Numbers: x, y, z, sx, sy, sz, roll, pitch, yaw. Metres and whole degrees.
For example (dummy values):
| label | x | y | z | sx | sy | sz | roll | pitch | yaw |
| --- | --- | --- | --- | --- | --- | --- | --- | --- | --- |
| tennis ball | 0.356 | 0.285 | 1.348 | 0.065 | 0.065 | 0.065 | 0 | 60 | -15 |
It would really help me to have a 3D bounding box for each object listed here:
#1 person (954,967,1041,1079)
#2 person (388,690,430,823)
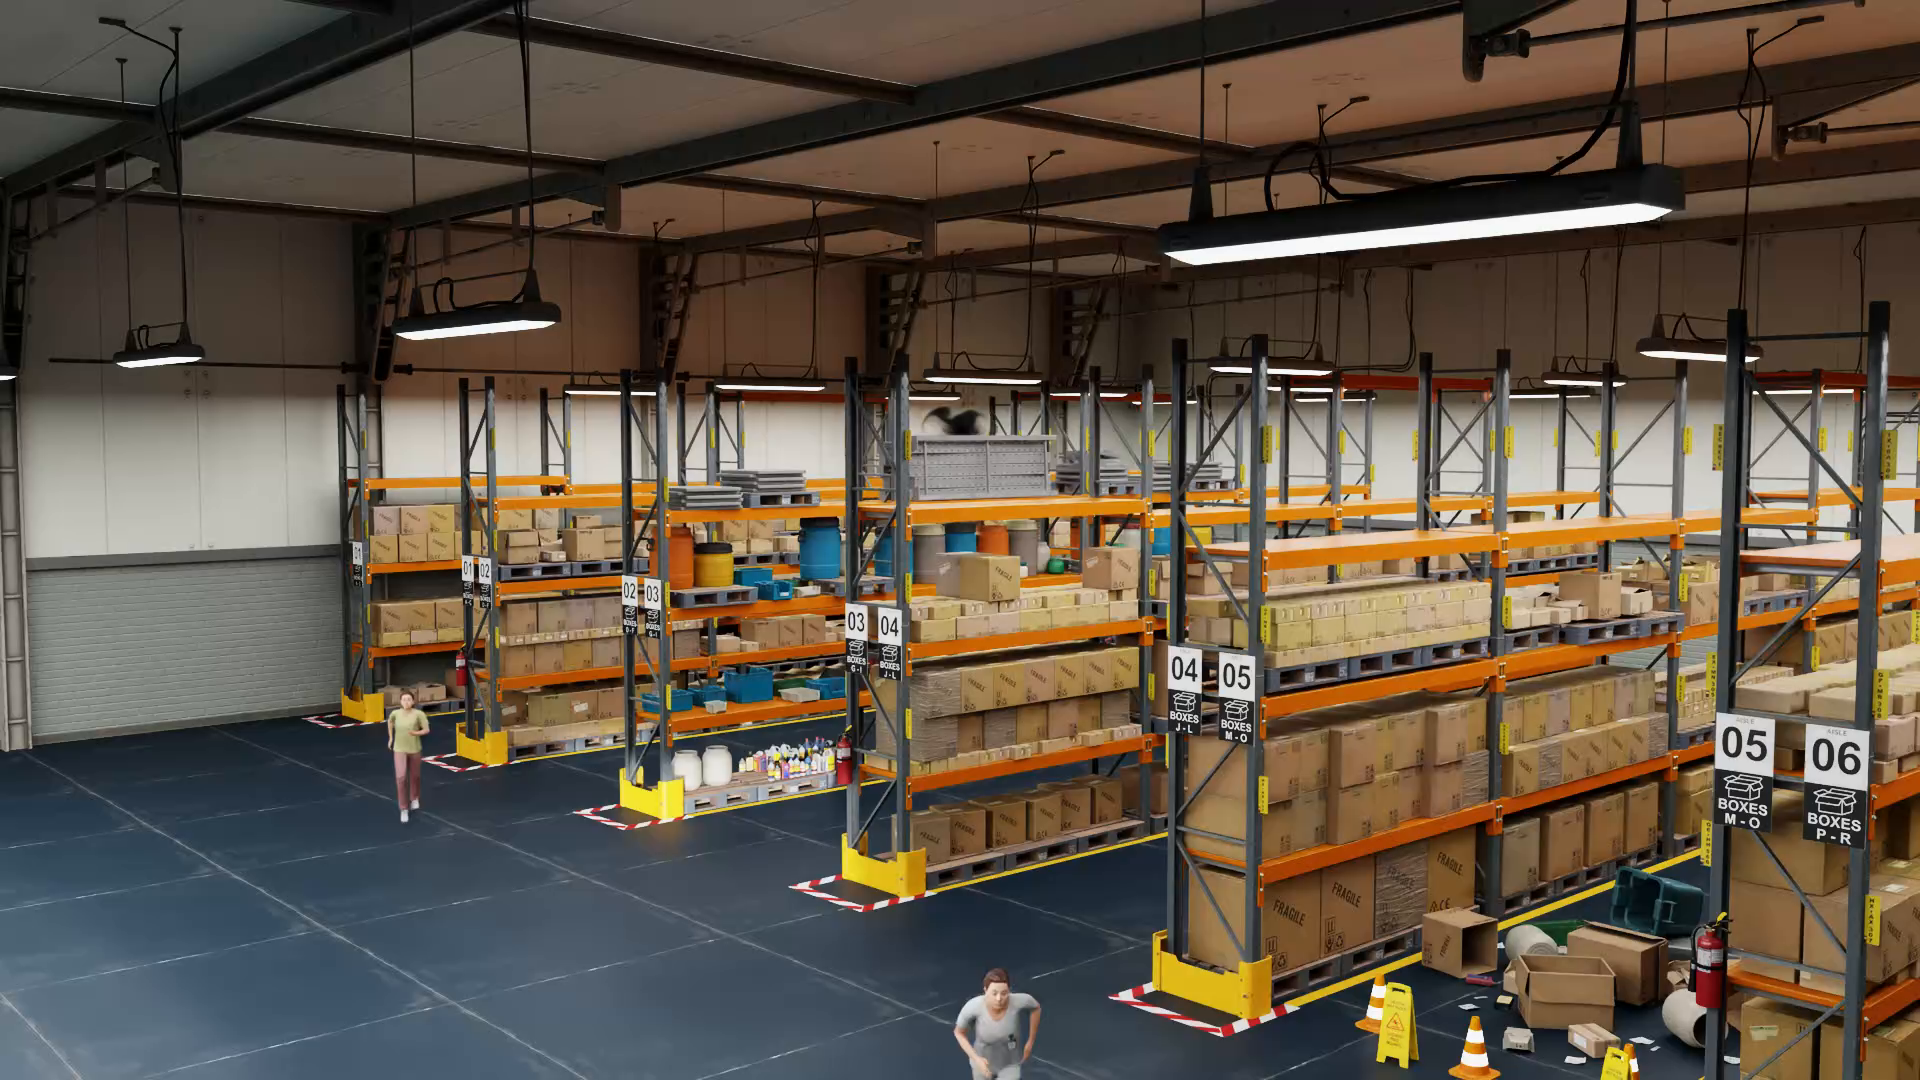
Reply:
| label | x | y | z | sx | sy | sz | roll | pitch | yaw |
| --- | --- | --- | --- | --- | --- | --- | --- | --- | --- |
| person | 0.245 | 3.634 | 11.435 | 0.600 | 1.624 | 1.004 | 0 | 4 | -6 |
| person | -7.379 | 2.854 | 22.275 | 0.549 | 1.713 | 0.854 | -1 | 4 | -15 |
